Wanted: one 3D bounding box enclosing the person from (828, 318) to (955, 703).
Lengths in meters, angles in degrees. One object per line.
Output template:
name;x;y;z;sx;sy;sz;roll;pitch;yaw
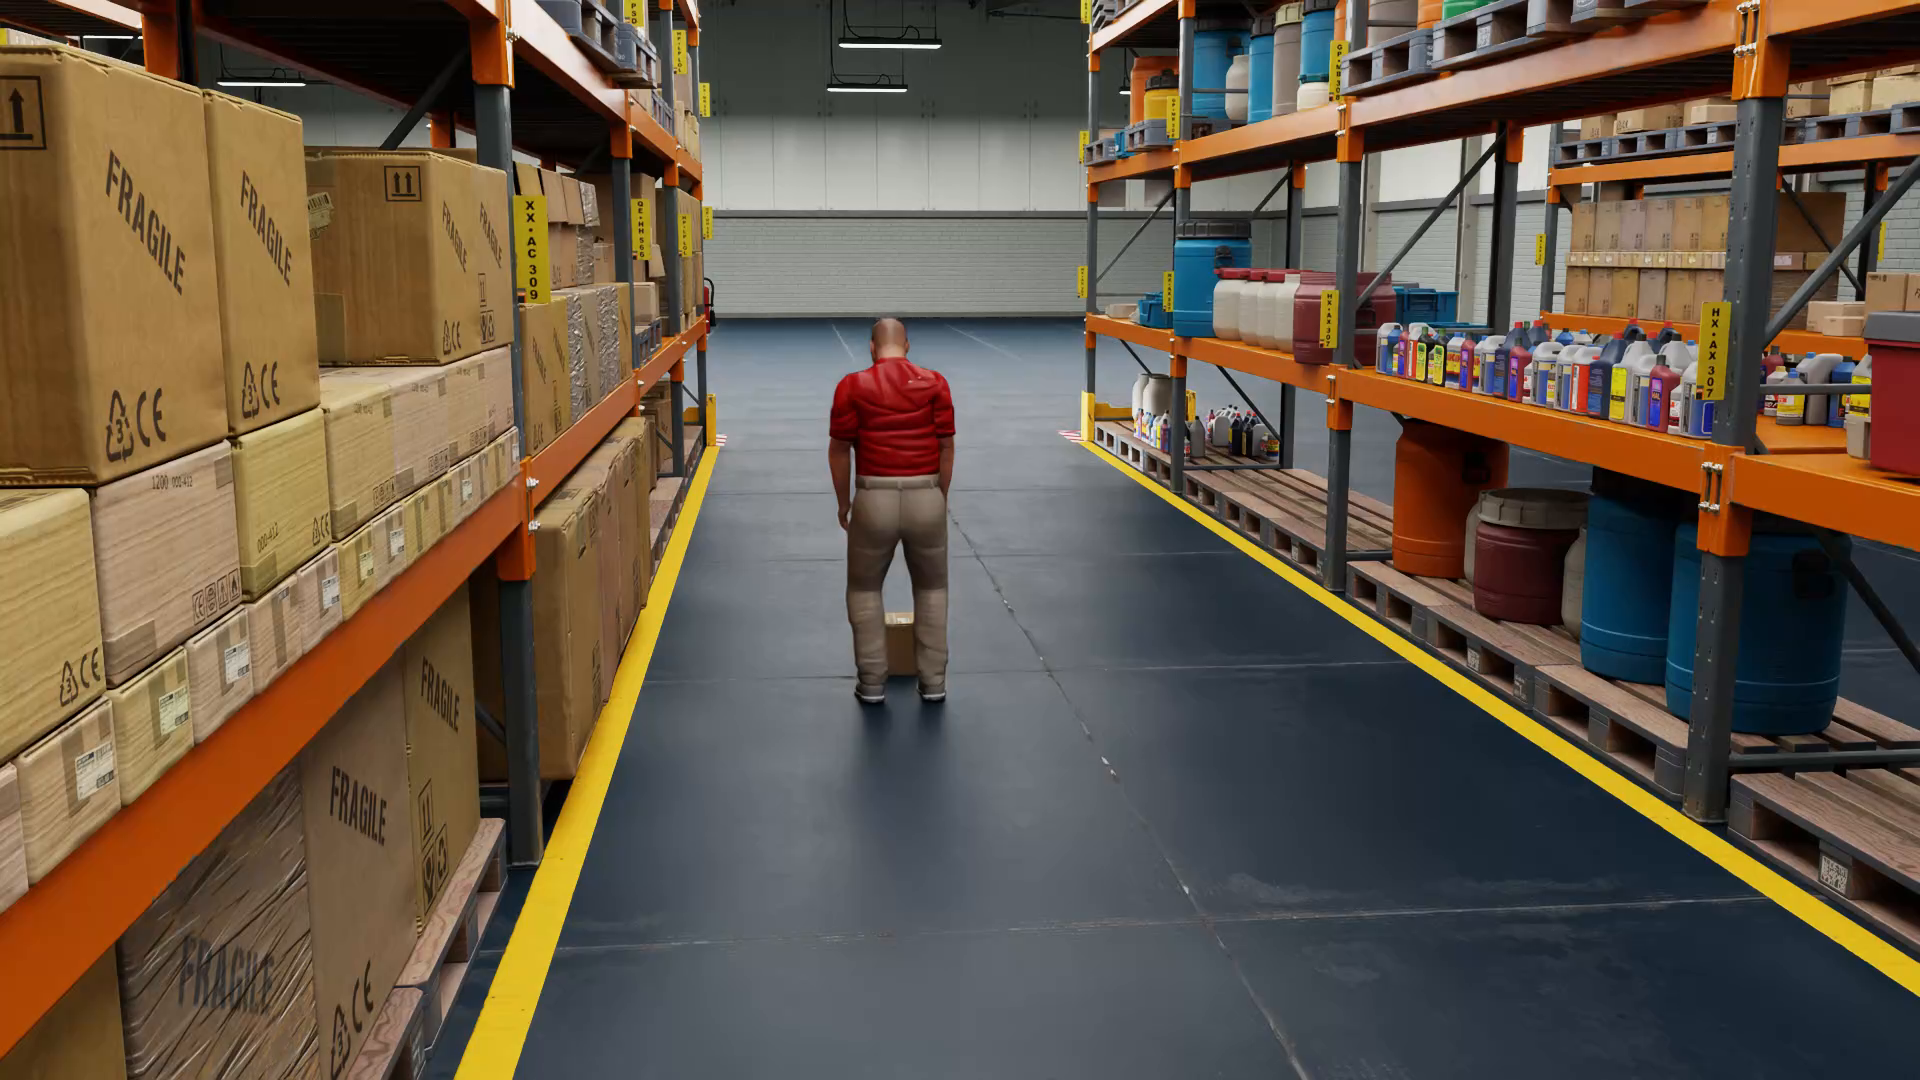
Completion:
person;-0.297;-0.121;7.306;0.553;1.684;0.416;-1;10;-5
